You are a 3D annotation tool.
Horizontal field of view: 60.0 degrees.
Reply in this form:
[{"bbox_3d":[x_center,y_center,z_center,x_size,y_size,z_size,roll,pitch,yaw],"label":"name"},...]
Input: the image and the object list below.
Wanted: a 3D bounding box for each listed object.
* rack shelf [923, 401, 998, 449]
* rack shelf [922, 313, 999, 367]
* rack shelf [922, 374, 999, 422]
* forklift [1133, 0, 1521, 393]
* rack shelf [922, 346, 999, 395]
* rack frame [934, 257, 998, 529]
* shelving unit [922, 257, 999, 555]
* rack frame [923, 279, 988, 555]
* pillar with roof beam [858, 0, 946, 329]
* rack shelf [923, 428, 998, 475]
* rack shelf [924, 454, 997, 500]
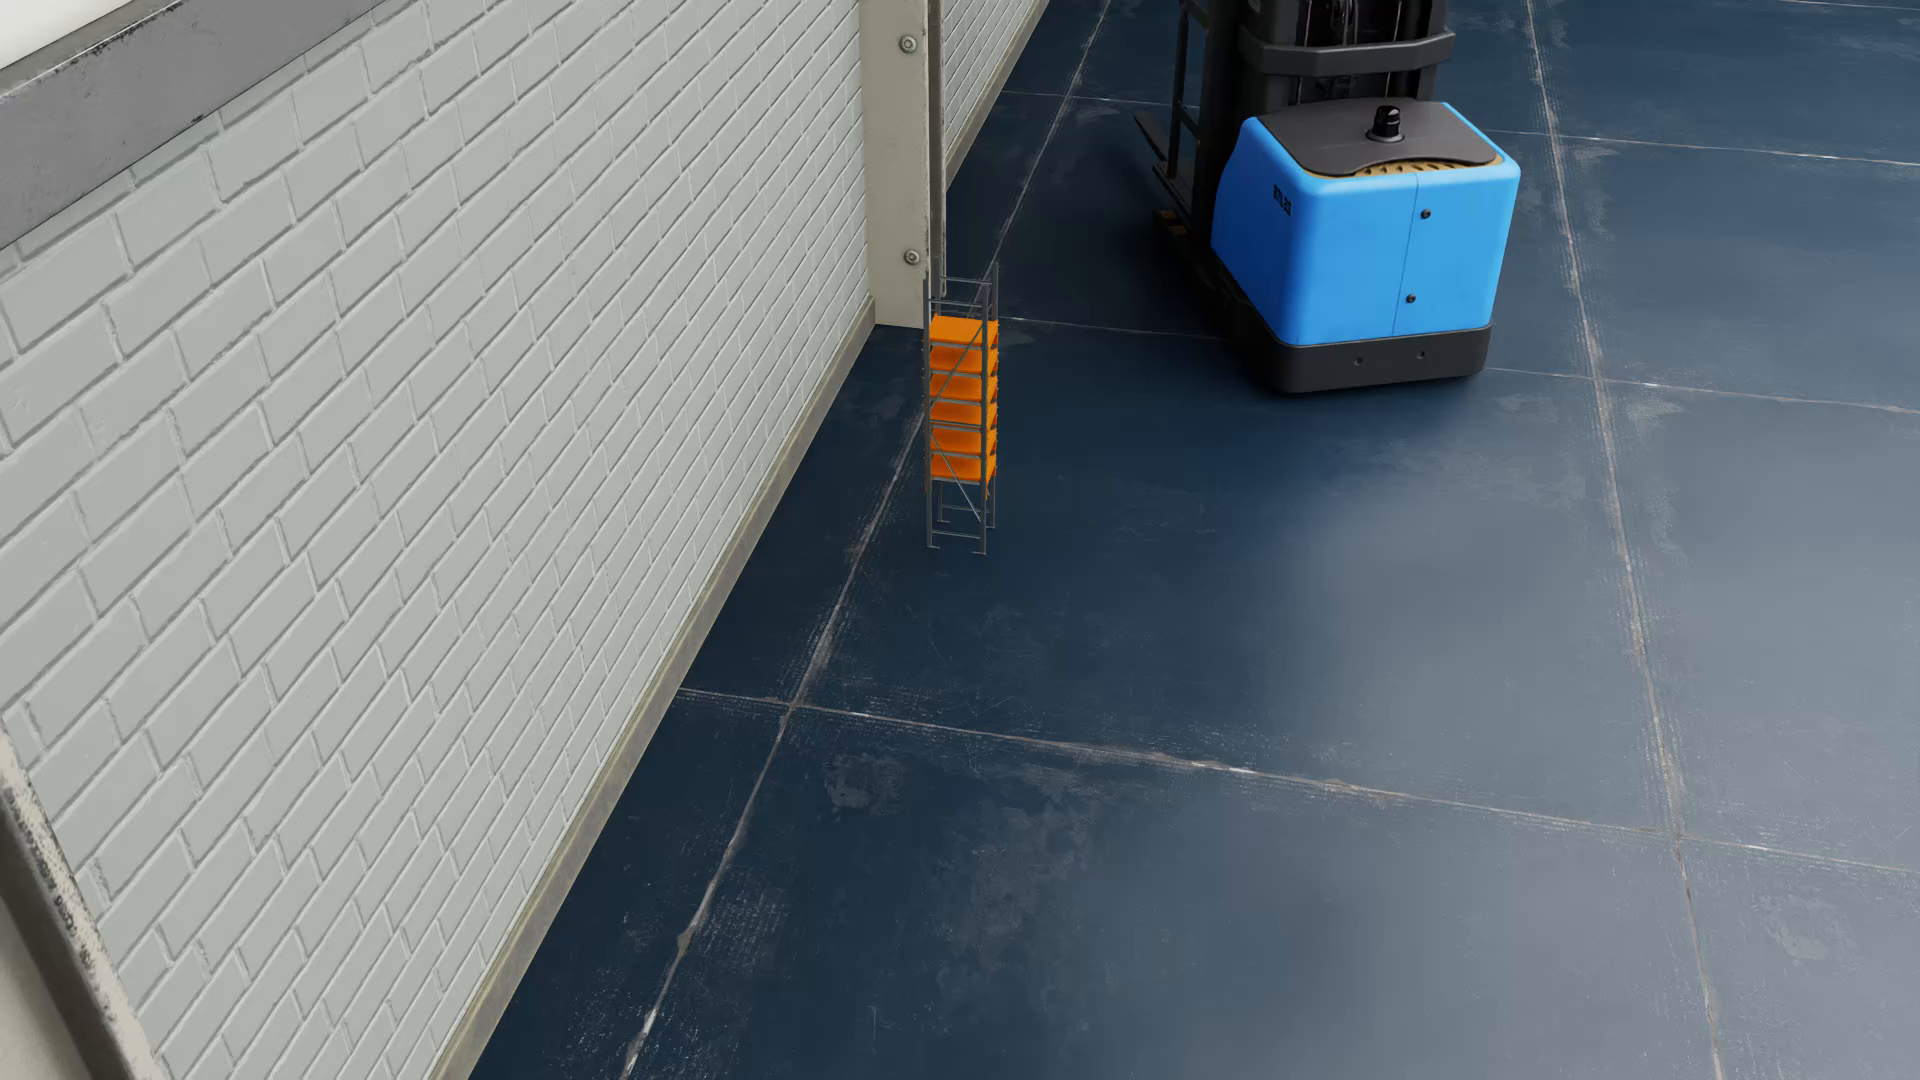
[{"bbox_3d":[0.003,-0.458,6.435,0.258,0.103,0.180,7,37,10],"label":"rack shelf"},{"bbox_3d":[0.003,-0.750,6.224,0.258,0.103,0.180,7,37,10],"label":"rack shelf"},{"bbox_3d":[0.003,-0.555,6.365,0.258,0.103,0.180,7,37,10],"label":"rack shelf"},{"bbox_3d":[1.654,-2.715,7.998,1.130,2.935,3.031,-7,36,-9],"label":"forklift"},{"bbox_3d":[0.003,-0.652,6.295,0.258,0.103,0.180,7,37,10],"label":"rack shelf"},{"bbox_3d":[0.023,-0.547,6.482,0.240,1.200,0.006,7,37,10],"label":"rack frame"},{"bbox_3d":[0.003,-0.494,6.409,0.258,1.200,0.189,7,37,10],"label":"shelving unit"},{"bbox_3d":[-0.016,-0.442,6.337,0.240,1.200,0.006,7,37,10],"label":"rack frame"},{"bbox_3d":[3.944,-4.275,4.980,9.100,9.000,0.400,7,37,10],"label":"pillar with roof beam"},{"bbox_3d":[0.003,-0.361,6.506,0.258,0.103,0.180,7,37,10],"label":"rack shelf"},{"bbox_3d":[0.003,-0.264,6.576,0.258,0.103,0.180,7,37,10],"label":"rack shelf"}]
